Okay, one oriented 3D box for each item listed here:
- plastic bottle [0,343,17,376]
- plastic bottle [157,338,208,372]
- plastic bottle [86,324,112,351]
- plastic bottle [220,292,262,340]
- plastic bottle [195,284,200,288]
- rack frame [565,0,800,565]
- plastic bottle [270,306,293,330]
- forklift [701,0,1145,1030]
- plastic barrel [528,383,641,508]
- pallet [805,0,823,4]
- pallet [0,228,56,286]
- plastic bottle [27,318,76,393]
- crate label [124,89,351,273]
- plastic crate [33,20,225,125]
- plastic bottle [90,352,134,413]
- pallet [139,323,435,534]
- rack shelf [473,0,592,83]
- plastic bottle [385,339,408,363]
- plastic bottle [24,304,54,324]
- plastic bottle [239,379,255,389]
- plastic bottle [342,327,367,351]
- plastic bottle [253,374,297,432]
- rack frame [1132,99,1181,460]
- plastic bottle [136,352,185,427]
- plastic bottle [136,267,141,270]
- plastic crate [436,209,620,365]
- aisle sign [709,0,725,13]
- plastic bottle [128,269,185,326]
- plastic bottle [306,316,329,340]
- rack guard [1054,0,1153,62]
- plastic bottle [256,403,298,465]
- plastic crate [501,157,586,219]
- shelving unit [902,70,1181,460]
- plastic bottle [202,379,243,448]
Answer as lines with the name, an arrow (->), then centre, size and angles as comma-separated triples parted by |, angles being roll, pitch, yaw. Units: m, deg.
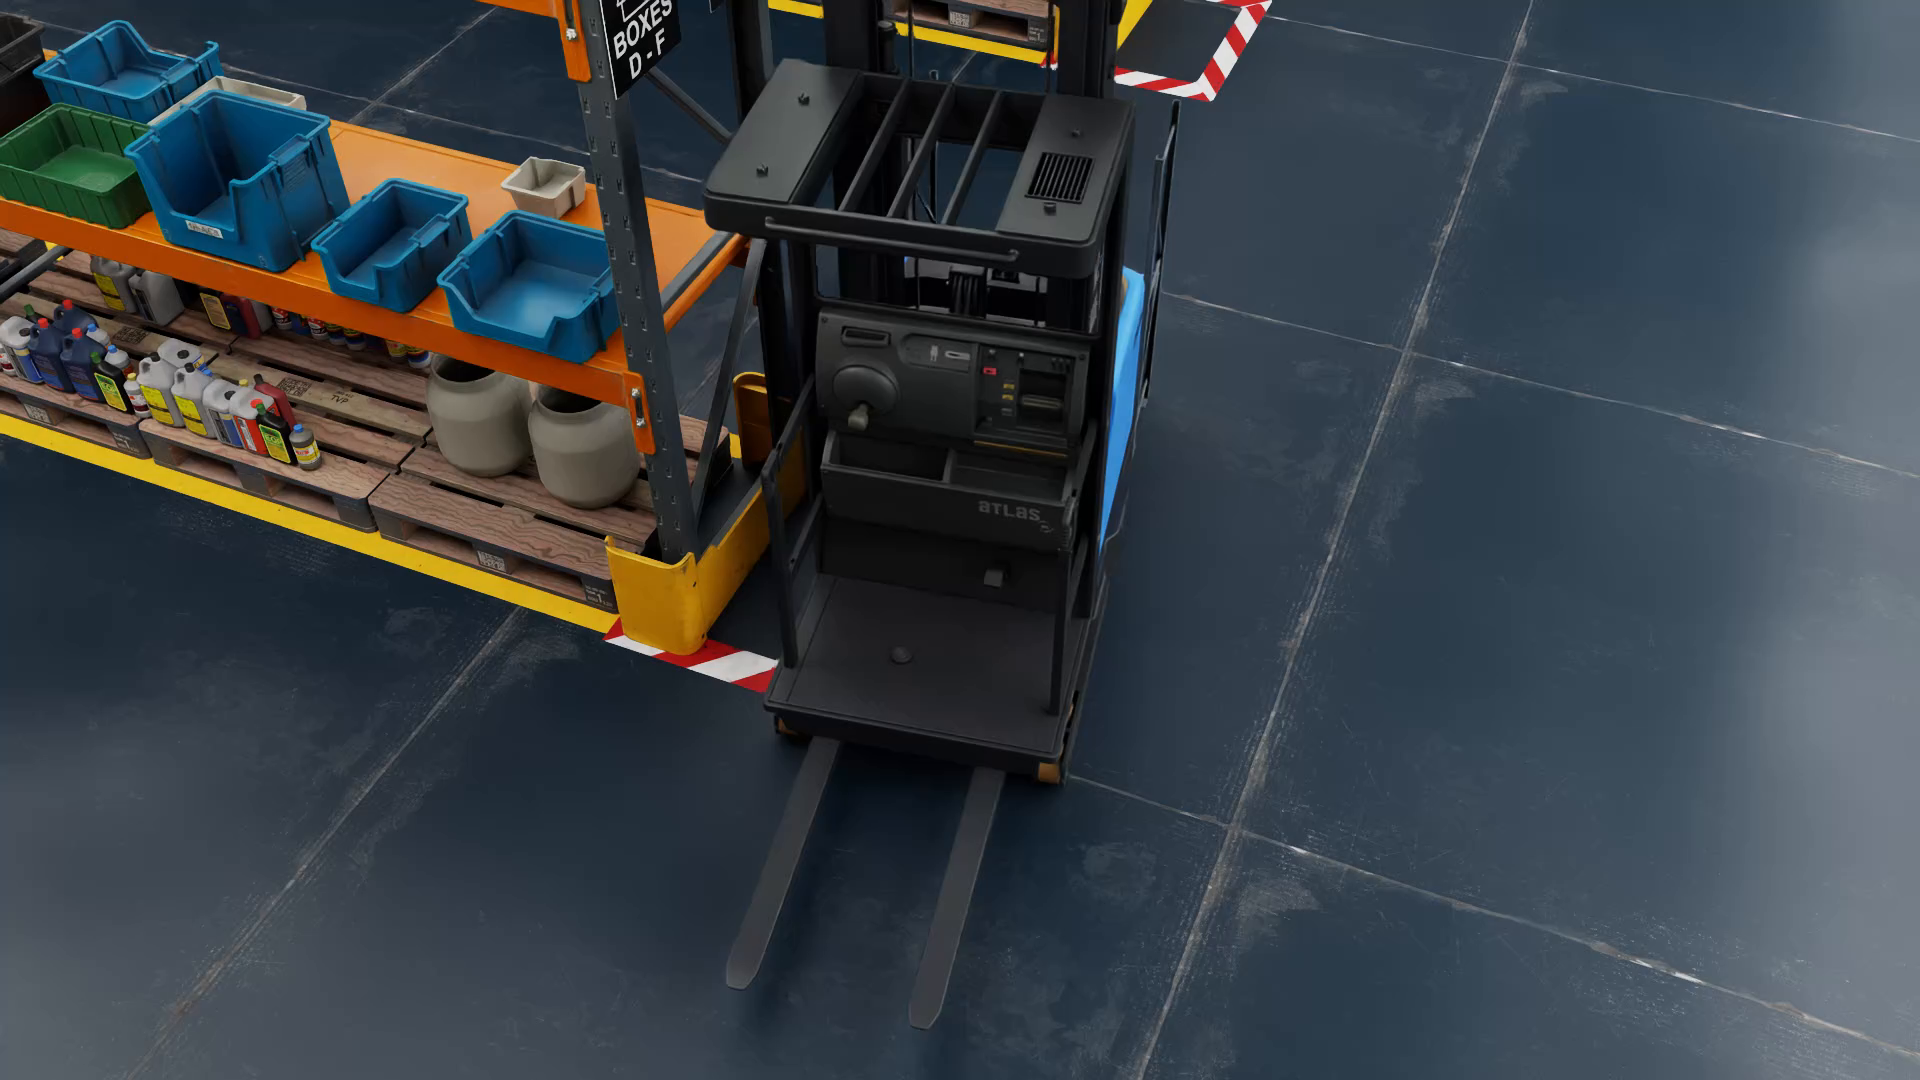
plastic bottle -> -4.290, -0.848, 7.486 | 0.097, 0.201, 0.097 | 0, 45, 0
plastic bottle -> -3.417, -0.749, 7.334 | 0.135, 0.276, 0.152 | 16, 47, 16
plastic bottle -> -3.837, -0.850, 7.439 | 0.097, 0.271, 0.097 | 0, 45, 0
plastic bottle -> -3.314, -1.061, 7.642 | 0.133, 0.283, 0.061 | 16, 47, 16
plastic bottle -> -3.554, -1.247, 7.830 | 0.133, 0.283, 0.061 | 19, 48, 18
rack frame -> -0.911, -1.025, 5.992 | 0.127, 3.000, 1.000 | 16, 47, 16
plastic bottle -> -3.154, -1.087, 7.727 | 0.097, 0.201, 0.097 | 0, 45, 0
forklift -> -0.080, -0.434, 5.447 | 1.130, 2.935, 3.031 | 9, 46, 9
plastic barrel -> -1.548, -0.421, 6.851 | 0.421, 0.512, 0.421 | 0, 45, 0
pallet -> -0.933, -3.857, 10.816 | 1.213, 0.211, 1.003 | 16, 47, 16
pallet -> -5.343, -1.310, 8.256 | 1.213, 0.211, 1.003 | 16, 47, 16
plastic bottle -> -4.018, -0.839, 7.371 | 0.185, 0.351, 0.144 | 18, 47, 17
crate label -> -2.714, -1.361, 6.305 | 0.616, 0.435, 0.502 | 16, 47, 16
plastic crate -> -3.477, -1.934, 7.012 | 0.616, 0.251, 0.499 | 16, 47, 16
plastic bottle -> -3.707, -0.691, 7.271 | 0.133, 0.283, 0.061 | 18, 48, 18
pallet -> -2.869, -0.583, 7.525 | 1.213, 0.211, 1.003 | 16, 47, 16
rack shelf -> -2.757, -2.376, 5.734 | 4.000, 0.370, 1.077 | 16, 47, 16
plastic bottle -> -2.560, -0.912, 7.551 | 0.097, 0.201, 0.097 | 0, 45, 0
plastic bottle -> -4.128, -0.932, 7.512 | 0.133, 0.283, 0.061 | 16, 47, 16
plastic bottle -> -3.094, -0.612, 7.250 | 0.097, 0.201, 0.097 | 0, 45, 0
plastic bottle -> -2.781, -1.002, 7.592 | 0.097, 0.271, 0.097 | 0, 45, 0
plastic bottle -> -2.957, -0.587, 7.166 | 0.133, 0.283, 0.061 | 16, 47, 16
rack frame -> 0.818, -1.074, 7.088 | 0.032, 1.500, 0.500 | 10, 43, 10
plastic bottle -> -3.451, -0.672, 7.204 | 0.185, 0.351, 0.144 | 16, 47, 16
plastic bottle -> -3.898, -1.341, 7.876 | 0.185, 0.351, 0.144 | 15, 47, 15
plastic crate -> -1.488, -0.913, 5.985 | 0.616, 0.251, 0.499 | 16, 47, 16
aisle sign -> -0.732, -2.117, 5.247 | 0.004, 0.787, 0.394 | 16, 47, 16
plastic bottle -> -3.754, -1.159, 7.746 | 0.135, 0.276, 0.152 | 16, 47, 16
plastic bottle -> -2.965, -1.031, 7.671 | 0.097, 0.201, 0.097 | 0, 45, 0
rack guard -> 0.925, -3.383, 10.135 | 0.348, 0.500, 1.175 | 16, 47, 16
plastic bottle -> -2.890, -0.451, 7.029 | 0.133, 0.283, 0.061 | 17, 47, 17
plastic crate -> -1.613, -1.384, 6.540 | 0.250, 0.136, 0.298 | 16, 47, 16
shelving unit -> 0.324, -1.158, 7.172 | 1.048, 1.500, 0.538 | 10, 43, 10
plastic bottle -> -3.125, -0.552, 7.137 | 0.135, 0.276, 0.152 | 15, 47, 15
